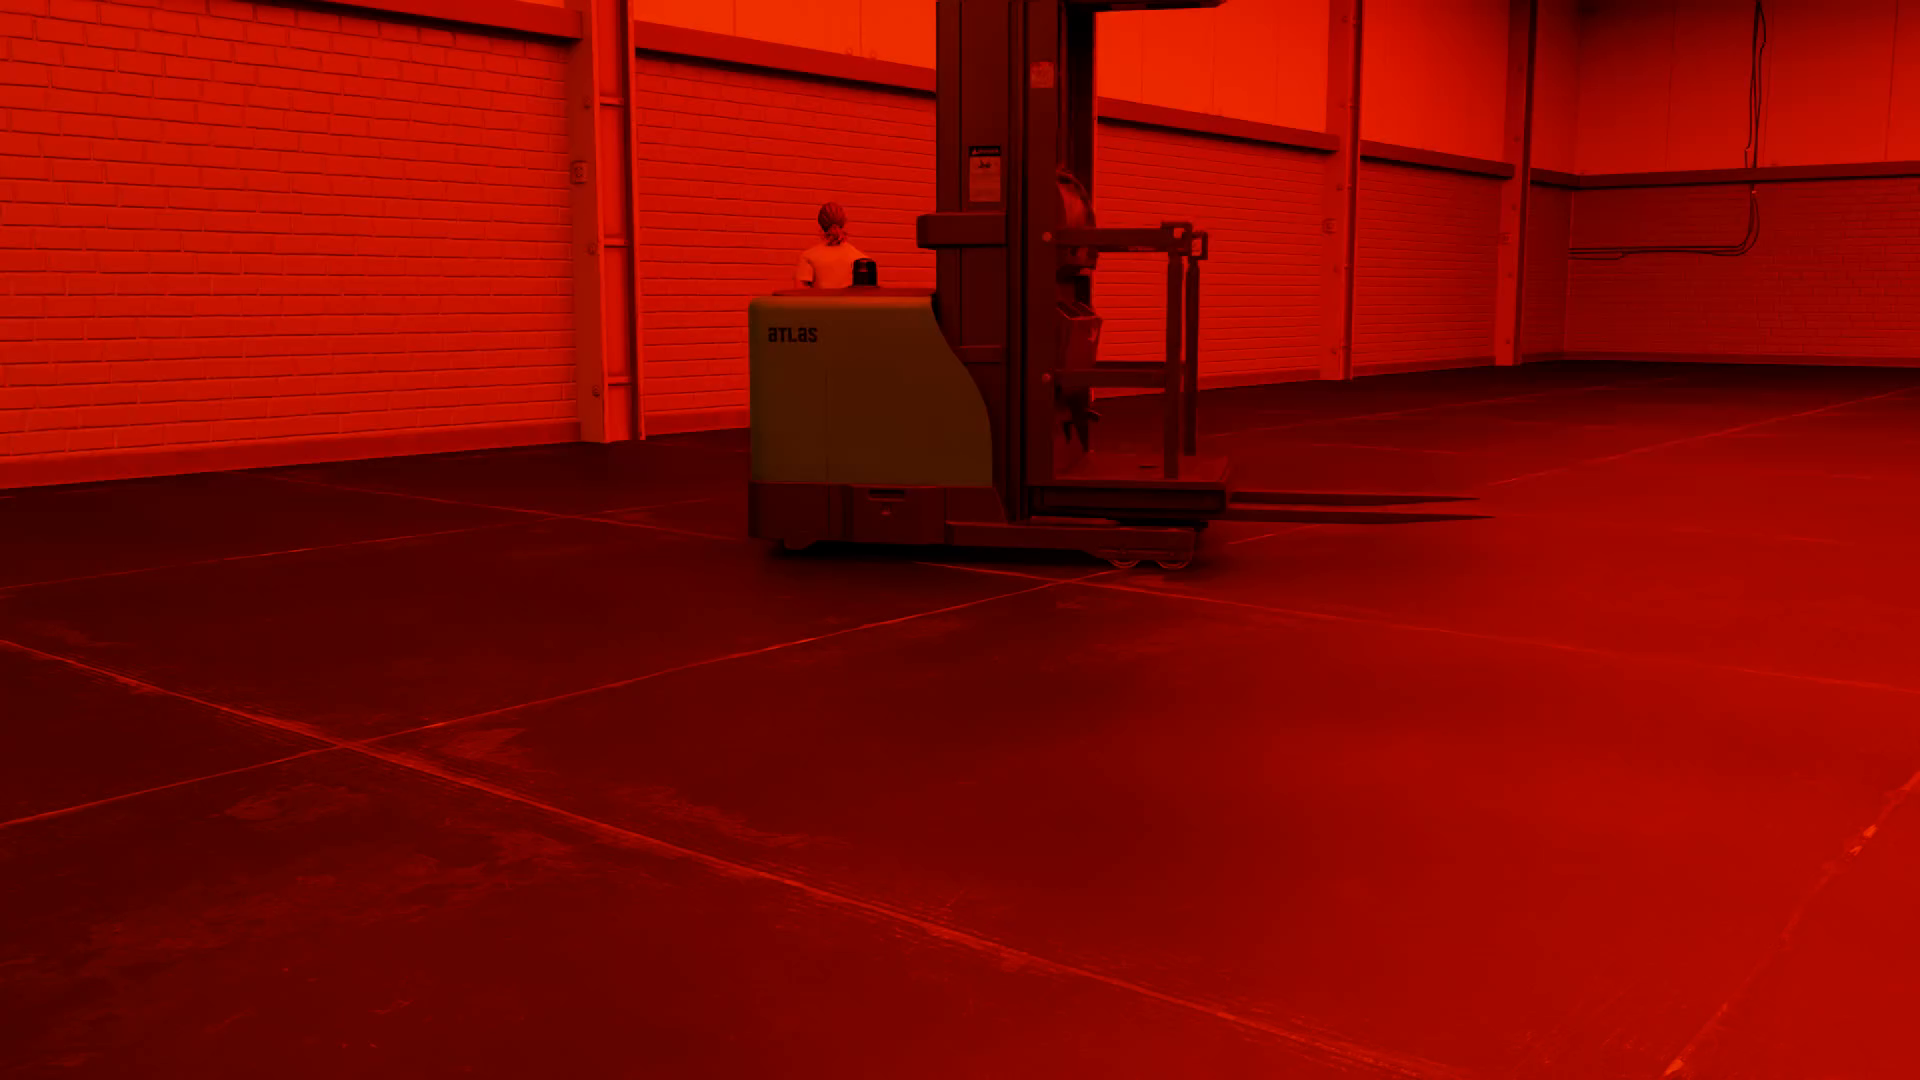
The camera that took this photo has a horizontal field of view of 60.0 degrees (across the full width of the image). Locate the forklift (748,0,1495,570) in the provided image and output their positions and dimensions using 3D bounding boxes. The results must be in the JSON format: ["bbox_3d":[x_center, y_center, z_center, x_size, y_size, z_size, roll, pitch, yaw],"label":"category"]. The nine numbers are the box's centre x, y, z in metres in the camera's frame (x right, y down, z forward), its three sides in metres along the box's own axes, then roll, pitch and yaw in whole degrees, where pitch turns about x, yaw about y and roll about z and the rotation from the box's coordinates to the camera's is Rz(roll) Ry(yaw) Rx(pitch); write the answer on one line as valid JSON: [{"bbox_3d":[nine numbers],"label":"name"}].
[{"bbox_3d":[0.679,-1.415,6.951,3.031,2.935,1.130,2,9,12],"label":"forklift"}]

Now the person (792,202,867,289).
[{"bbox_3d":[-0.802,-1.246,10.420,0.561,1.710,0.529,-2,9,-12],"label":"person"}]
